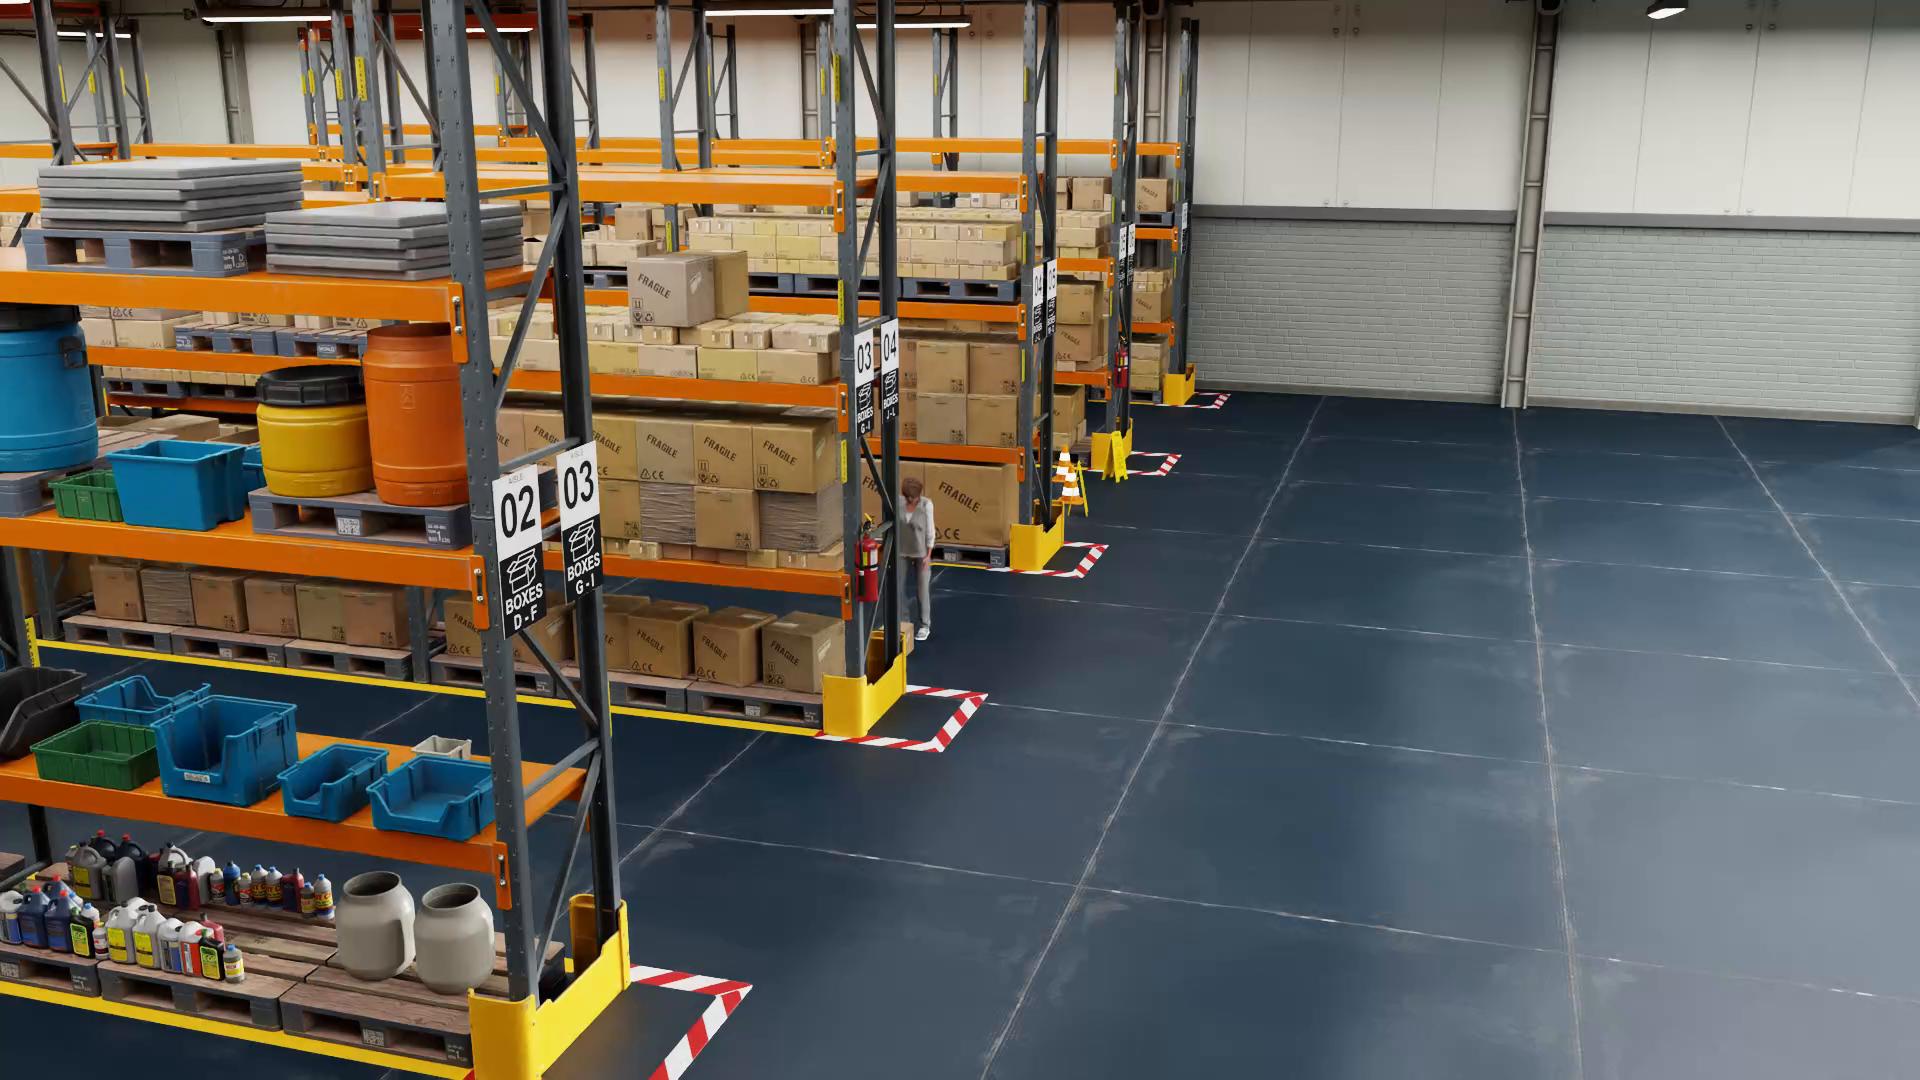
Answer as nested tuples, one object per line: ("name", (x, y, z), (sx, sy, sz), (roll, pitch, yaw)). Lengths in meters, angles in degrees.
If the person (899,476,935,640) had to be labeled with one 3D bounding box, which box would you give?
("person", (-0.424, 0.167, 15.423), (0.423, 1.549, 0.368), (5, 16, 17))
